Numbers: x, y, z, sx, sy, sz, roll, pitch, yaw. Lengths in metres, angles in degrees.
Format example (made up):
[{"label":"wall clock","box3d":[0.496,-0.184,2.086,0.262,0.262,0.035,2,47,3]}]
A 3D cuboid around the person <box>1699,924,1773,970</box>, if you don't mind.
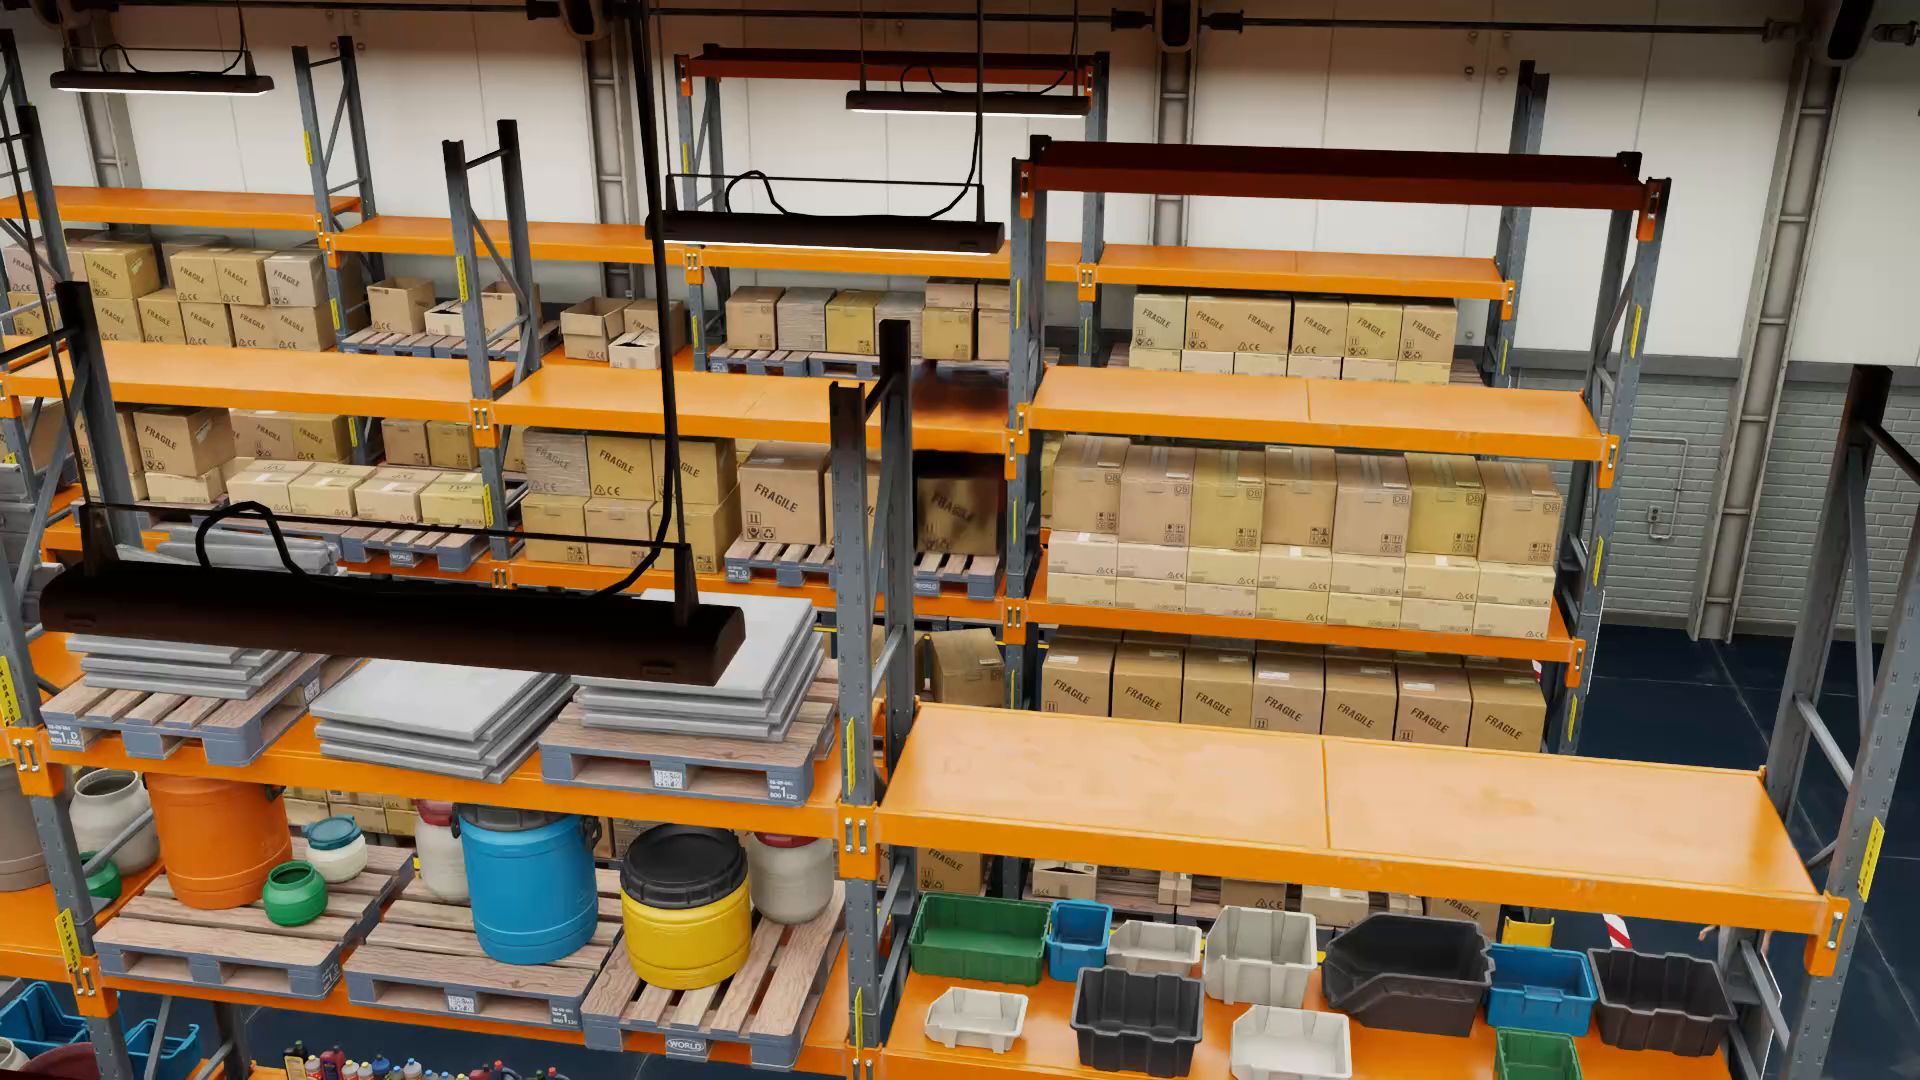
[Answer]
[{"label":"person","box3d":[5.438,2.844,11.580,0.475,1.671,0.524,-6,24,-15]}]
